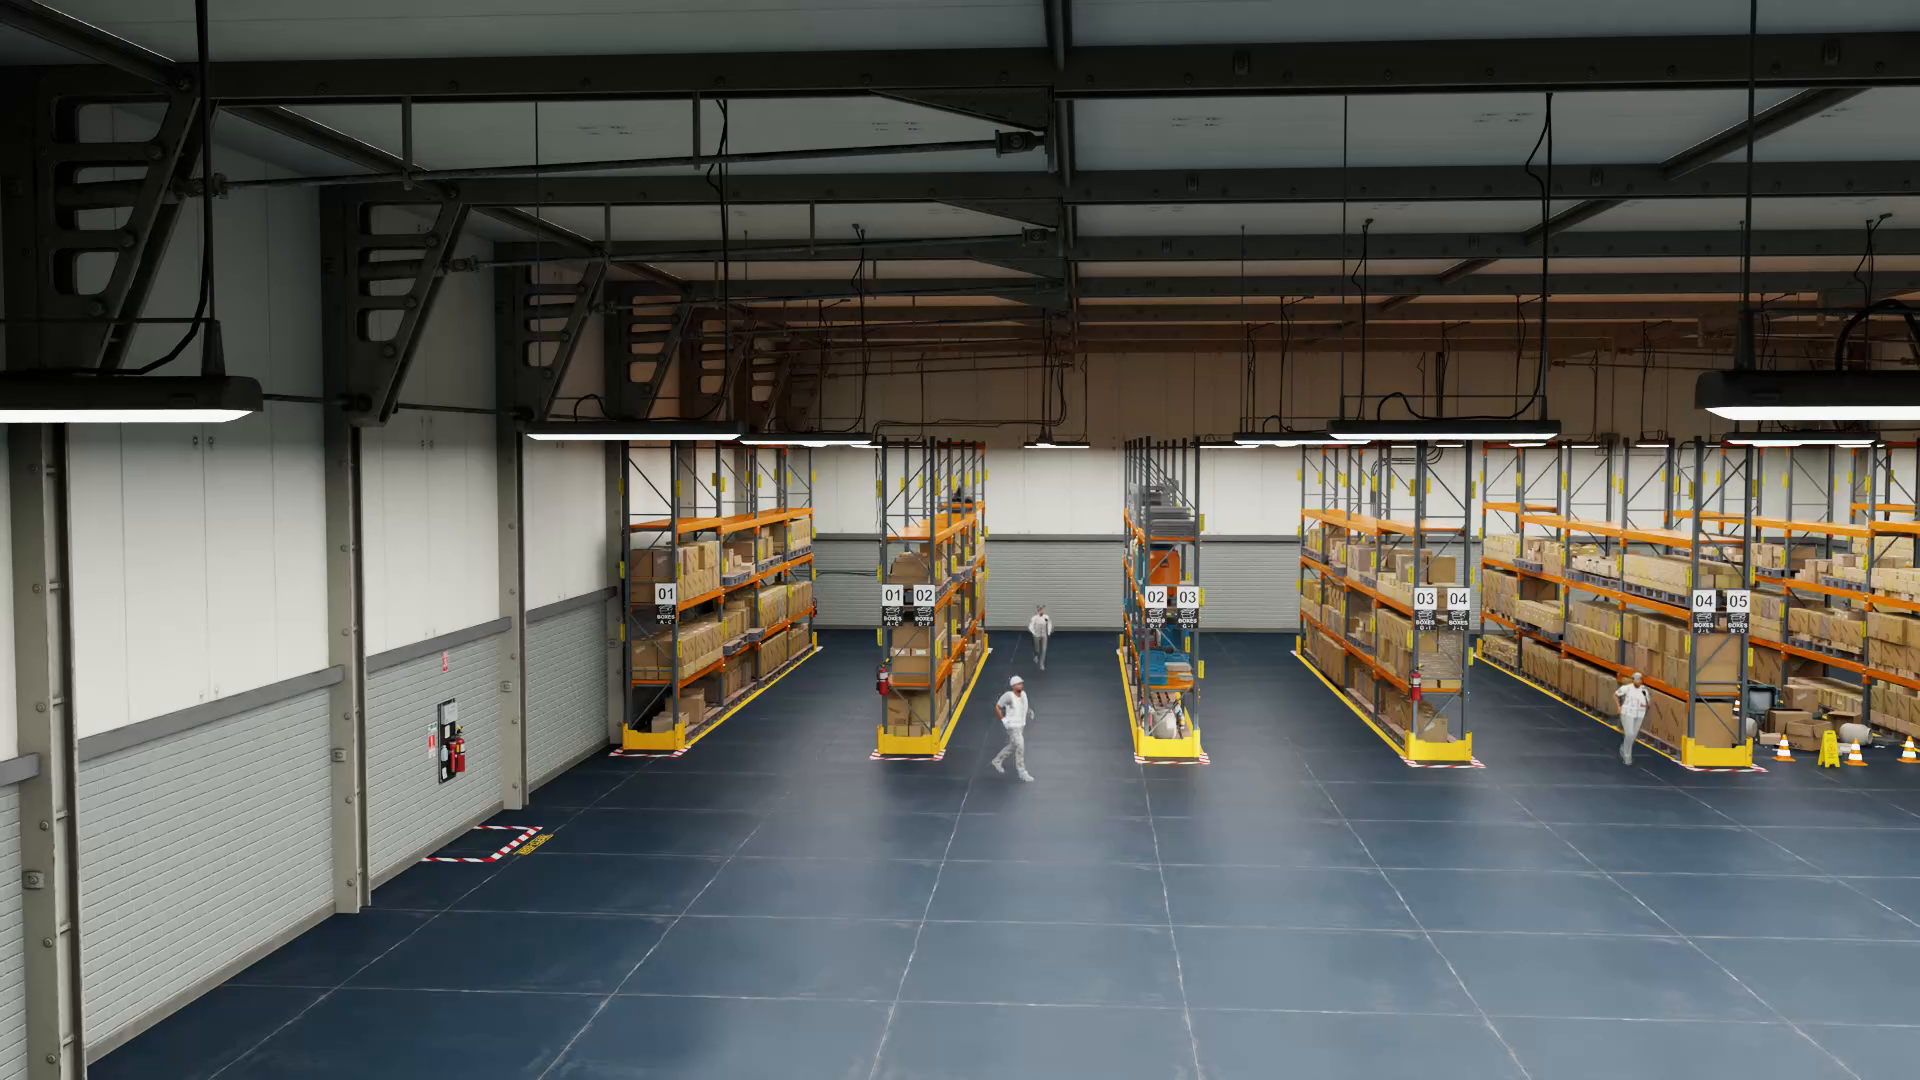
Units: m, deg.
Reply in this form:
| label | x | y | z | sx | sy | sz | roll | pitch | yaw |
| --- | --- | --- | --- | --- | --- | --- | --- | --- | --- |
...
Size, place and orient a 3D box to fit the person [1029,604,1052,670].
| label | x | y | z | sx | sy | sz | roll | pitch | yaw |
| --- | --- | --- | --- | --- | --- | --- | --- | --- | --- |
| person | 2.060 | 2.462 | 42.586 | 0.610 | 1.664 | 0.771 | 0 | 3 | -6 |

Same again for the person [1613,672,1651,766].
| label | x | y | z | sx | sy | sz | roll | pitch | yaw |
| --- | --- | --- | --- | --- | --- | --- | --- | --- | --- |
| person | 12.389 | 3.280 | 30.599 | 0.601 | 1.708 | 0.733 | 0 | 3 | -4 |

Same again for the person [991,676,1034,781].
| label | x | y | z | sx | sy | sz | roll | pitch | yaw |
| --- | --- | --- | --- | --- | --- | --- | --- | --- | --- |
| person | 0.940 | 3.255 | 29.015 | 0.915 | 1.789 | 0.675 | 2 | 4 | 33 |
